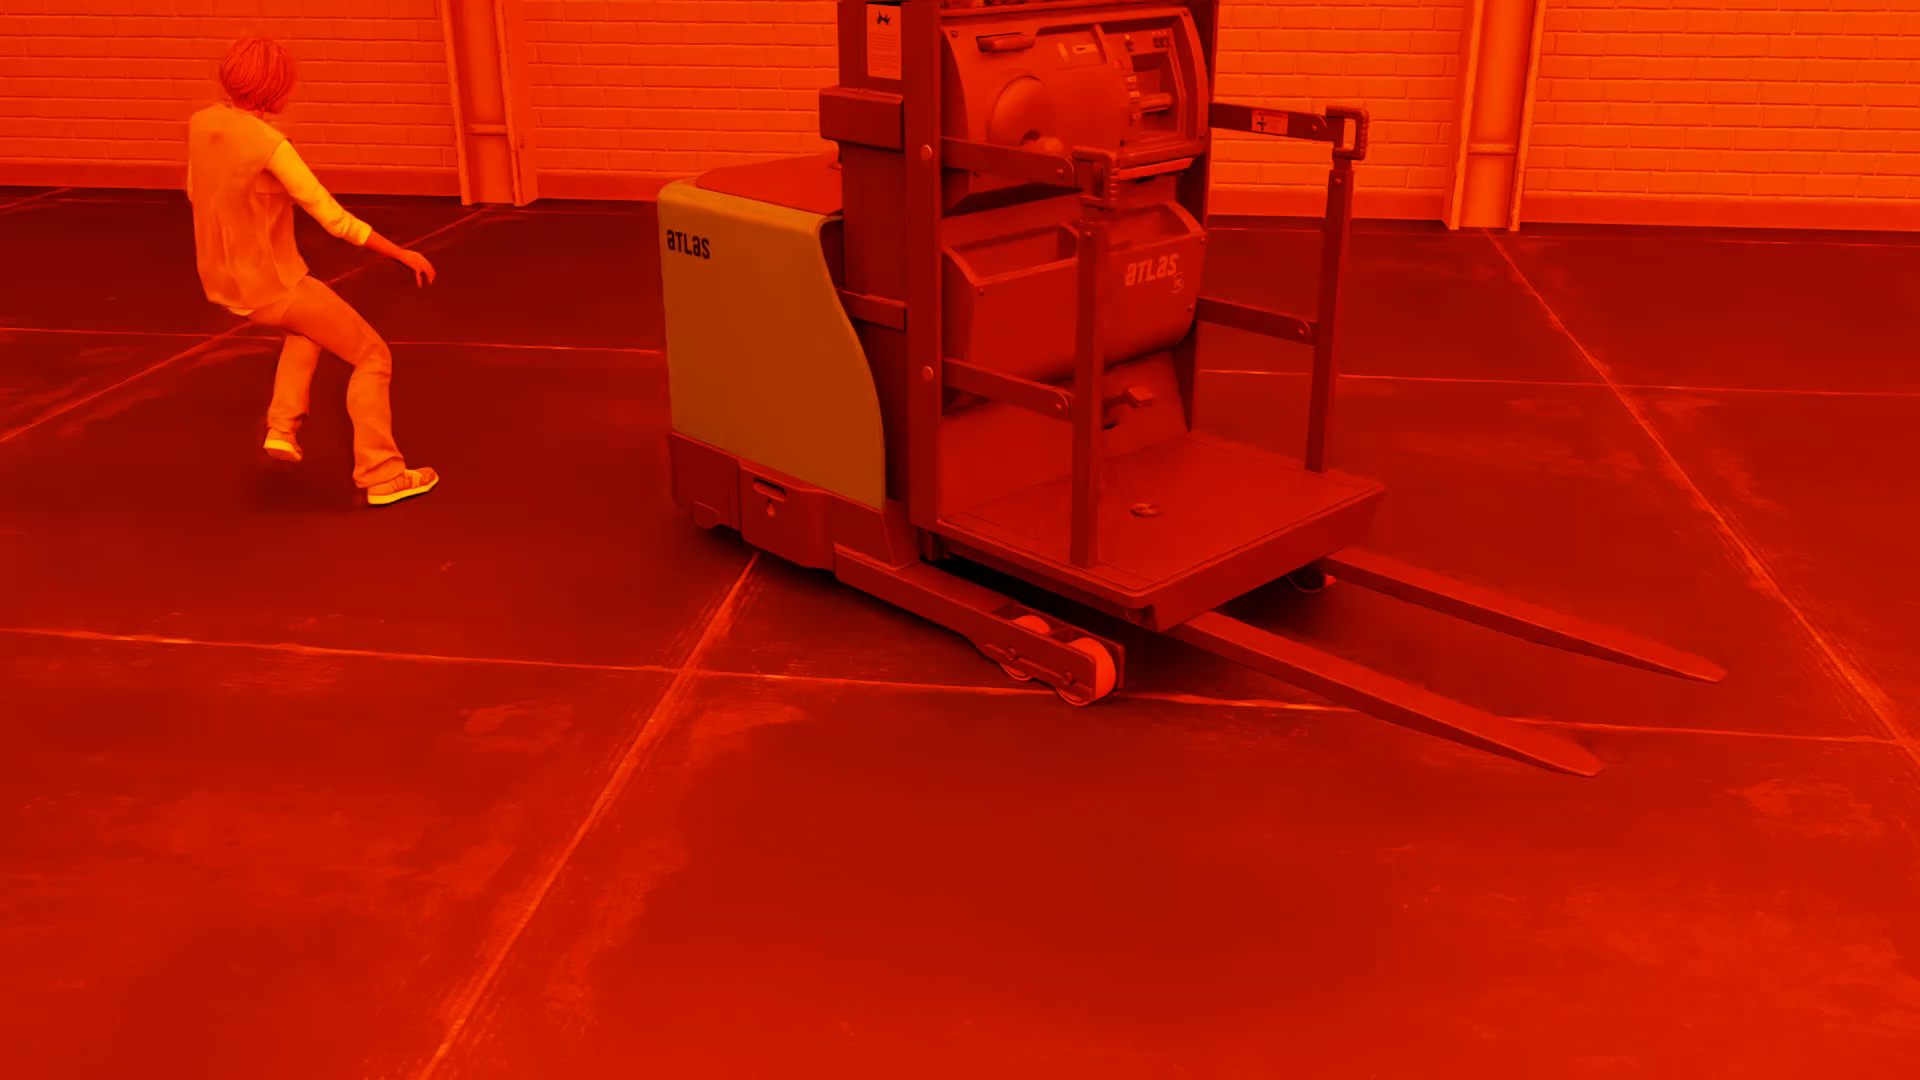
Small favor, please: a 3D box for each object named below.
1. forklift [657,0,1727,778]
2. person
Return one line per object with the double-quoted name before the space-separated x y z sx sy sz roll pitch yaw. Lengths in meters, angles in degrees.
"forklift" 0.469 -1.163 4.142 1.130 2.935 3.031 -20 29 -40
"person" -2.114 -0.868 5.354 0.662 1.466 0.547 13 25 29
